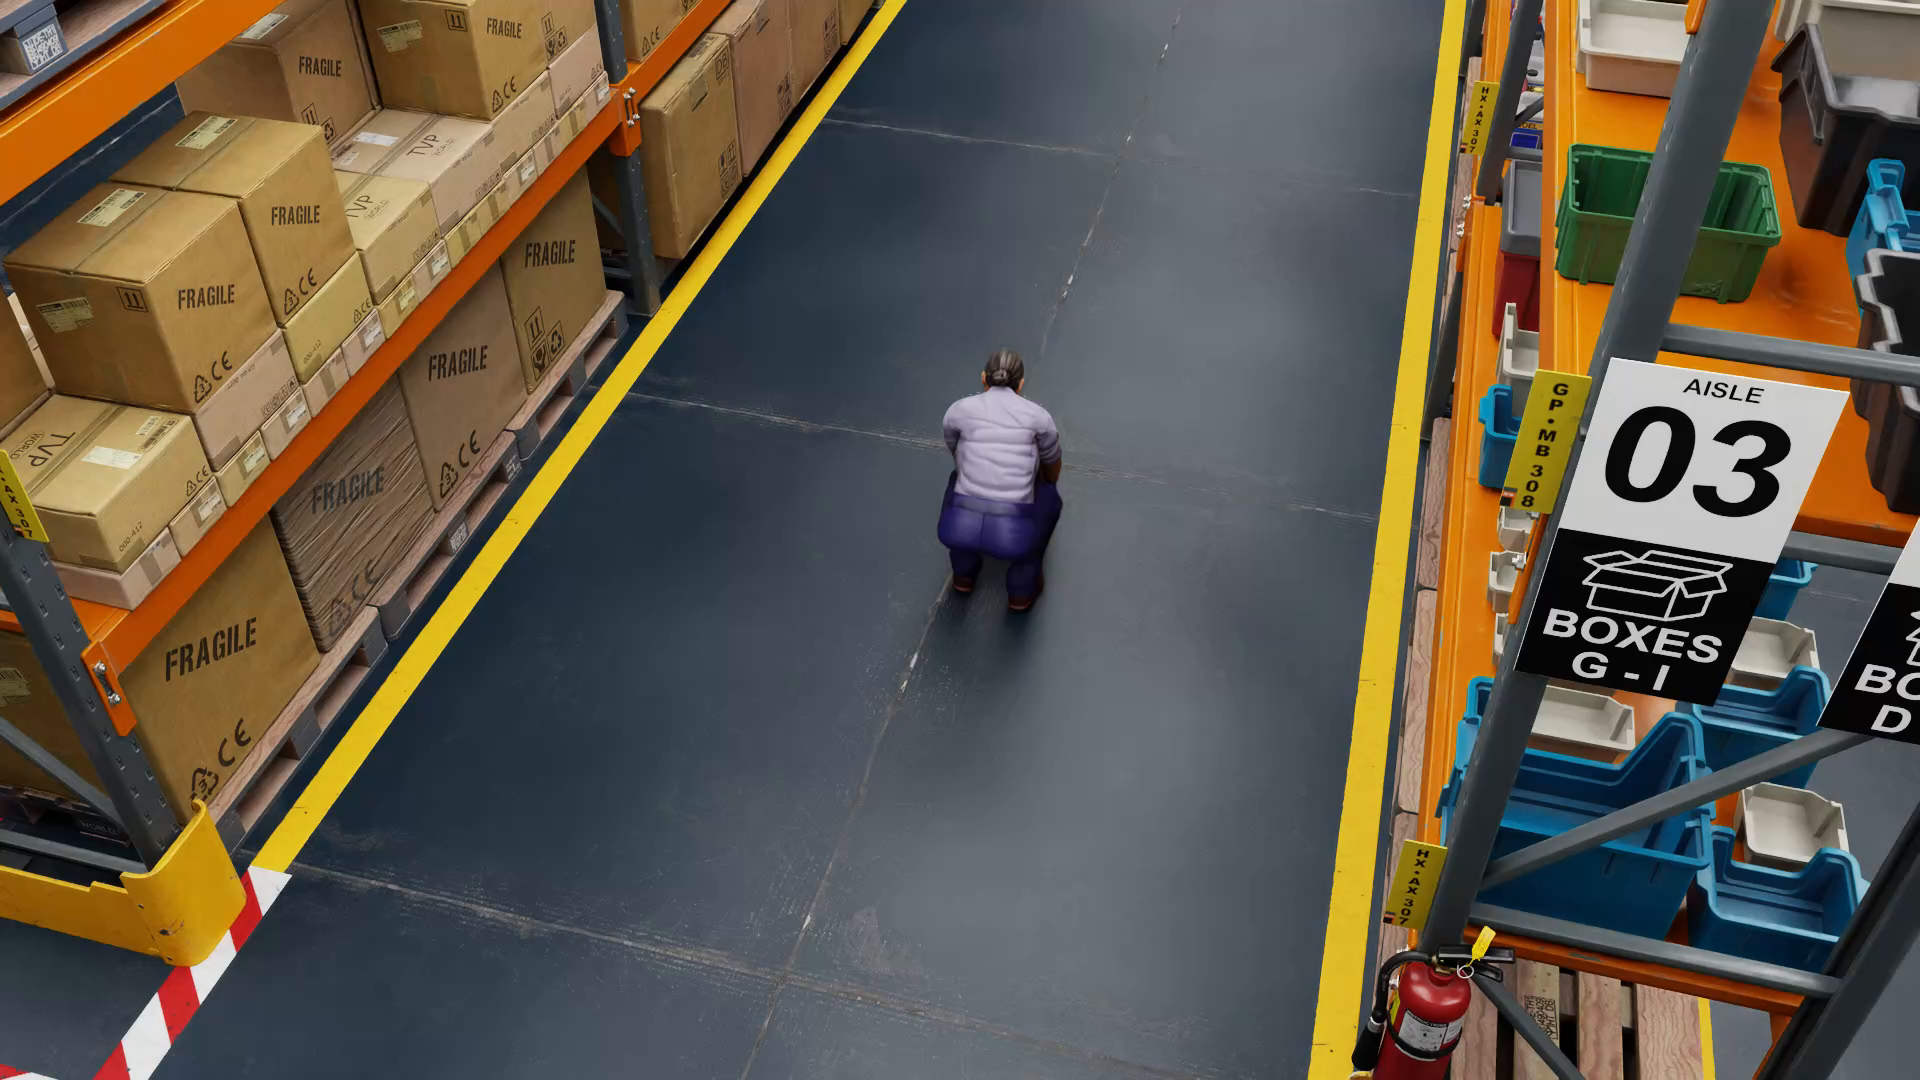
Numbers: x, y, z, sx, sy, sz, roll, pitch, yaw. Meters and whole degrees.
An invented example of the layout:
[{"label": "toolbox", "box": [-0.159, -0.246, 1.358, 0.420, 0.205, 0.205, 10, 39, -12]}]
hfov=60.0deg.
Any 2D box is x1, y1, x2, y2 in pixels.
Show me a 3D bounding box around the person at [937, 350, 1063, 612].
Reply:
[{"label": "person", "box": [0.157, -0.229, 6.967, 0.526, 0.949, 0.829, 10, 42, 11]}]
